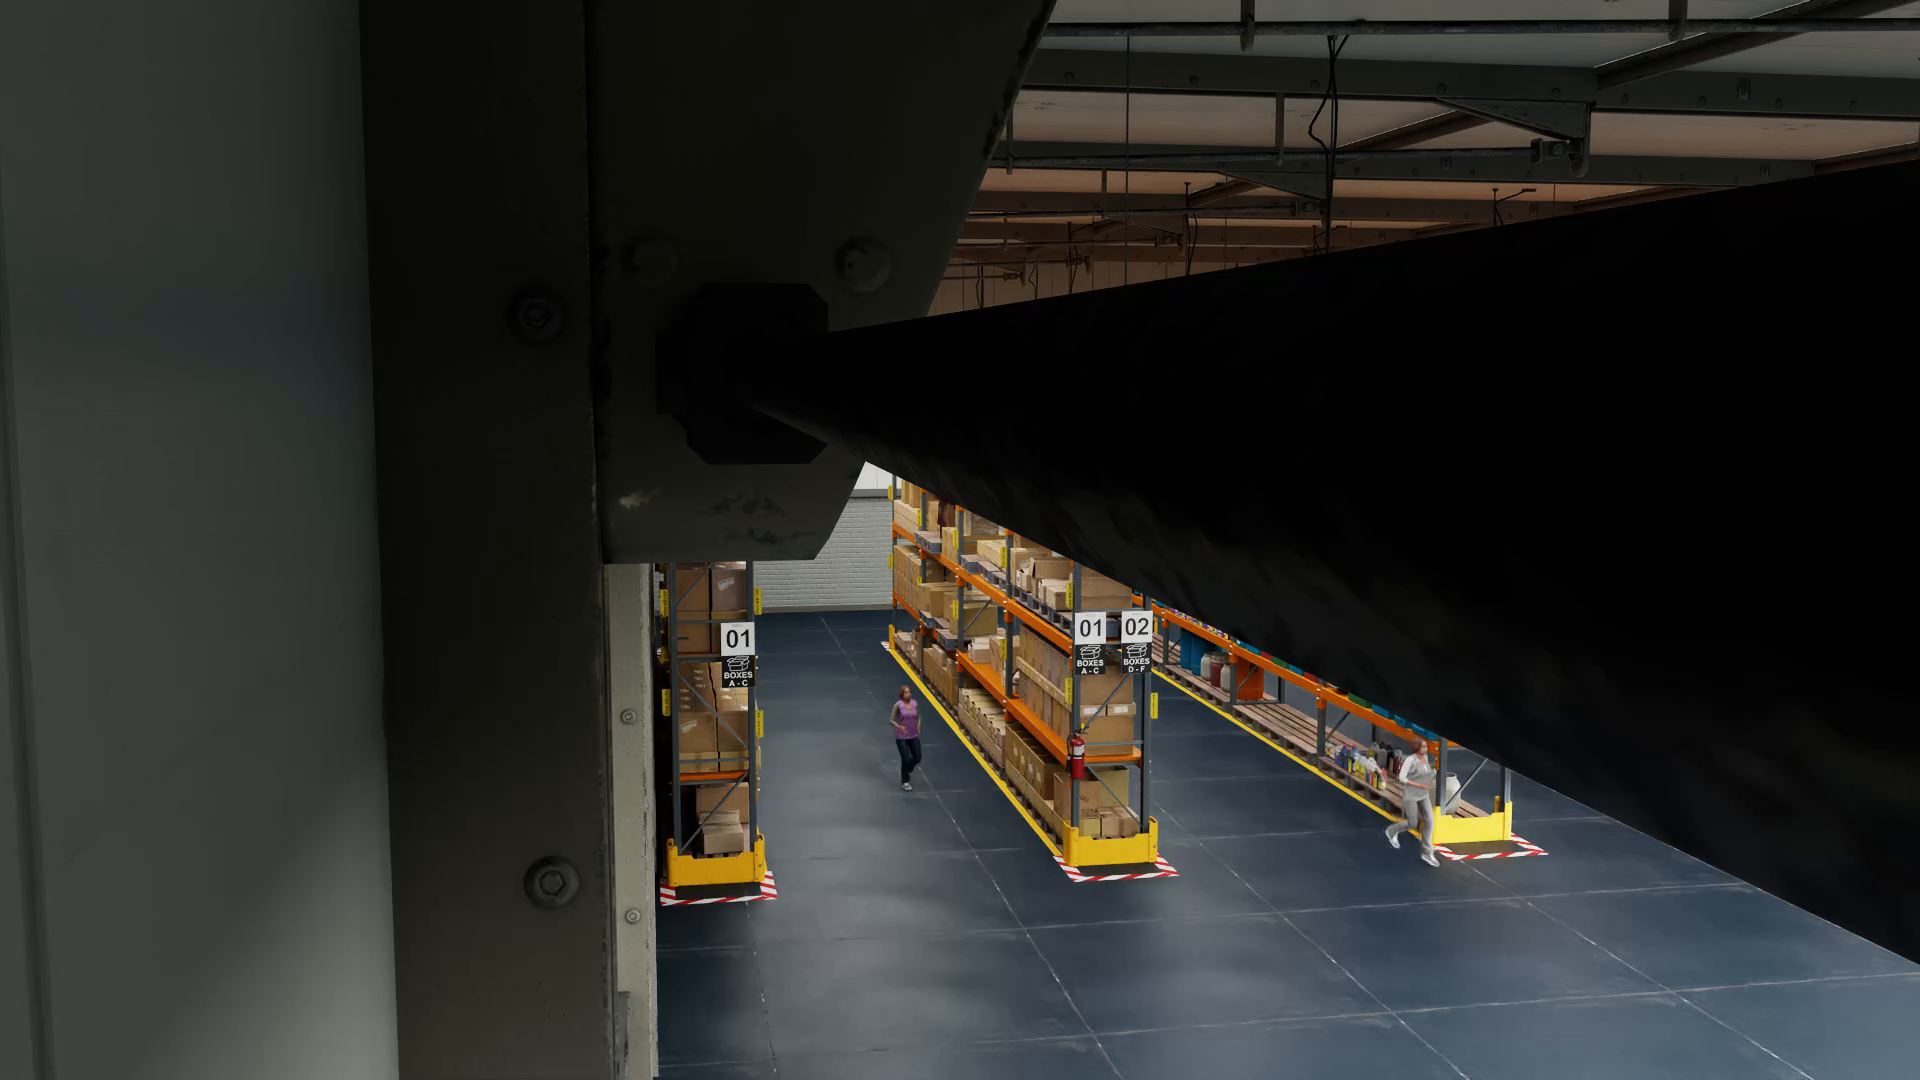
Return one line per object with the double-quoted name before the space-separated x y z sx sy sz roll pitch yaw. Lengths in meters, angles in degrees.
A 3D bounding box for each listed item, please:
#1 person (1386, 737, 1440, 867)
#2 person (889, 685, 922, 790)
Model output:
"person" 5.756 3.272 21.087 0.577 1.597 0.828 -4 7 -33
"person" -0.769 2.911 24.494 0.529 1.554 0.549 -3 7 -22
